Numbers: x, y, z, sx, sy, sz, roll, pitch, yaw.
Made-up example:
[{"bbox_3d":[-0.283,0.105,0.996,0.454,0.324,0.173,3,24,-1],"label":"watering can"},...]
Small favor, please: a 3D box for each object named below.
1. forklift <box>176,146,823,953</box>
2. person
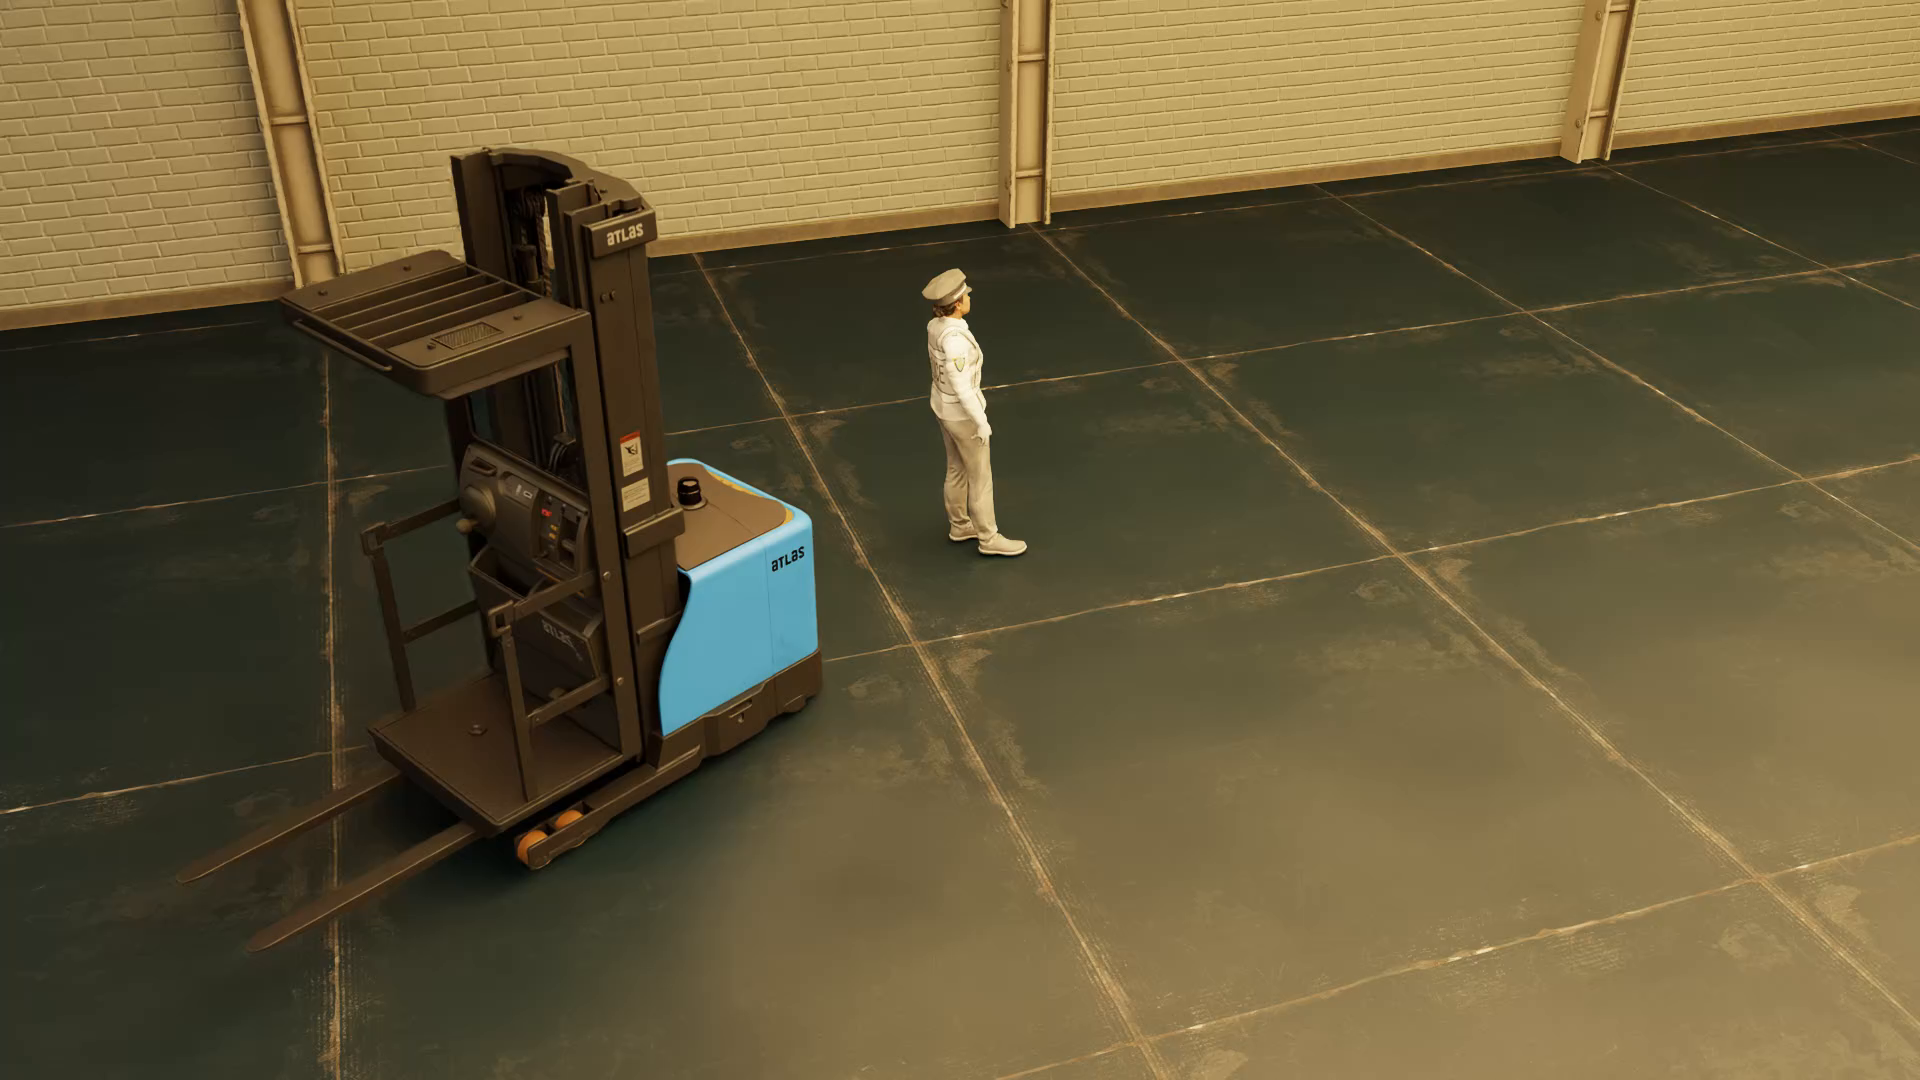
[{"bbox_3d":[-2.074,-0.084,7.233,1.130,2.935,3.031,25,38,36],"label":"forklift"},{"bbox_3d":[0.067,-0.749,9.613,0.531,1.695,0.588,-10,31,-16],"label":"person"}]
